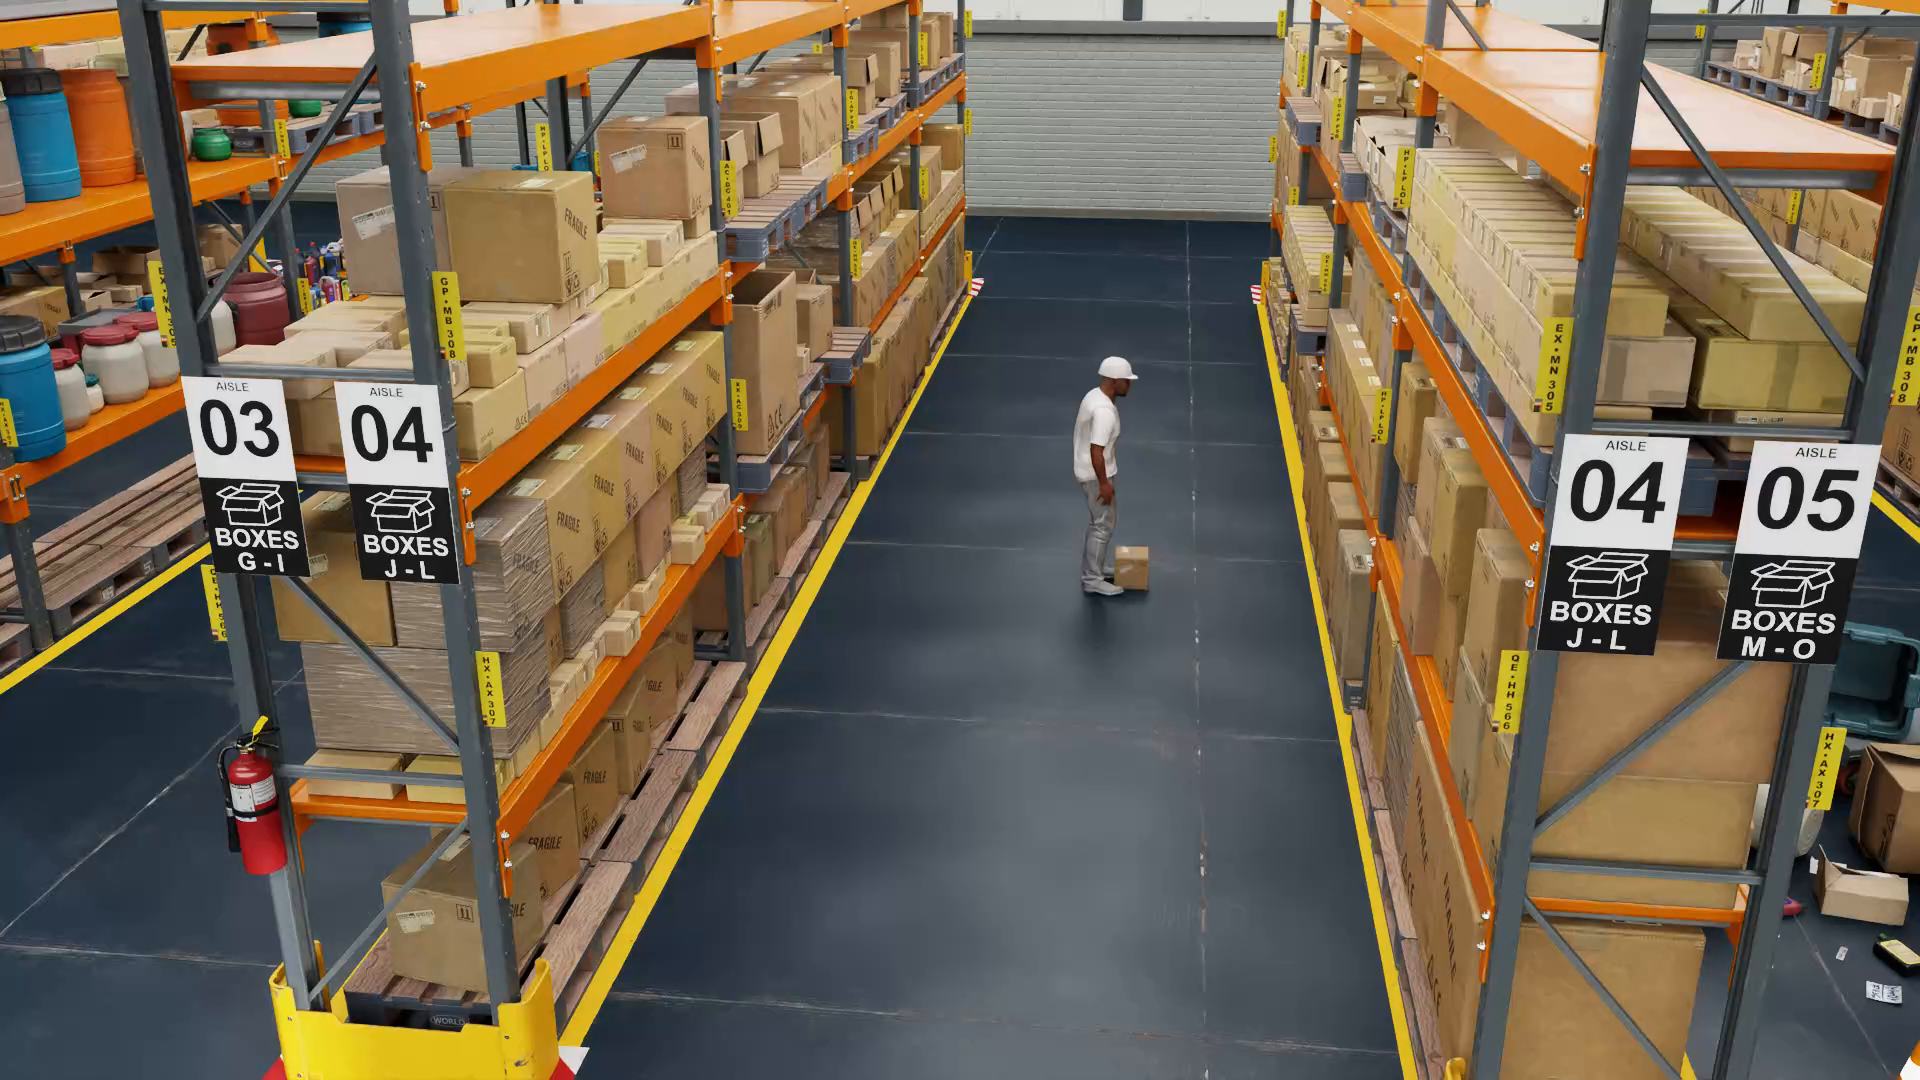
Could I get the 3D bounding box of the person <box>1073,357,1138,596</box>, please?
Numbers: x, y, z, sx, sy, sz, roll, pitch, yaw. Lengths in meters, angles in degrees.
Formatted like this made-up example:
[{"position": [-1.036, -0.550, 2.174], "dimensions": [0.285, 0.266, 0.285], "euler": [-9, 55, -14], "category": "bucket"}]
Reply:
[{"position": [1.065, -0.496, 12.354], "dimensions": [0.462, 1.755, 0.622], "euler": [2, 21, 4], "category": "person"}]
